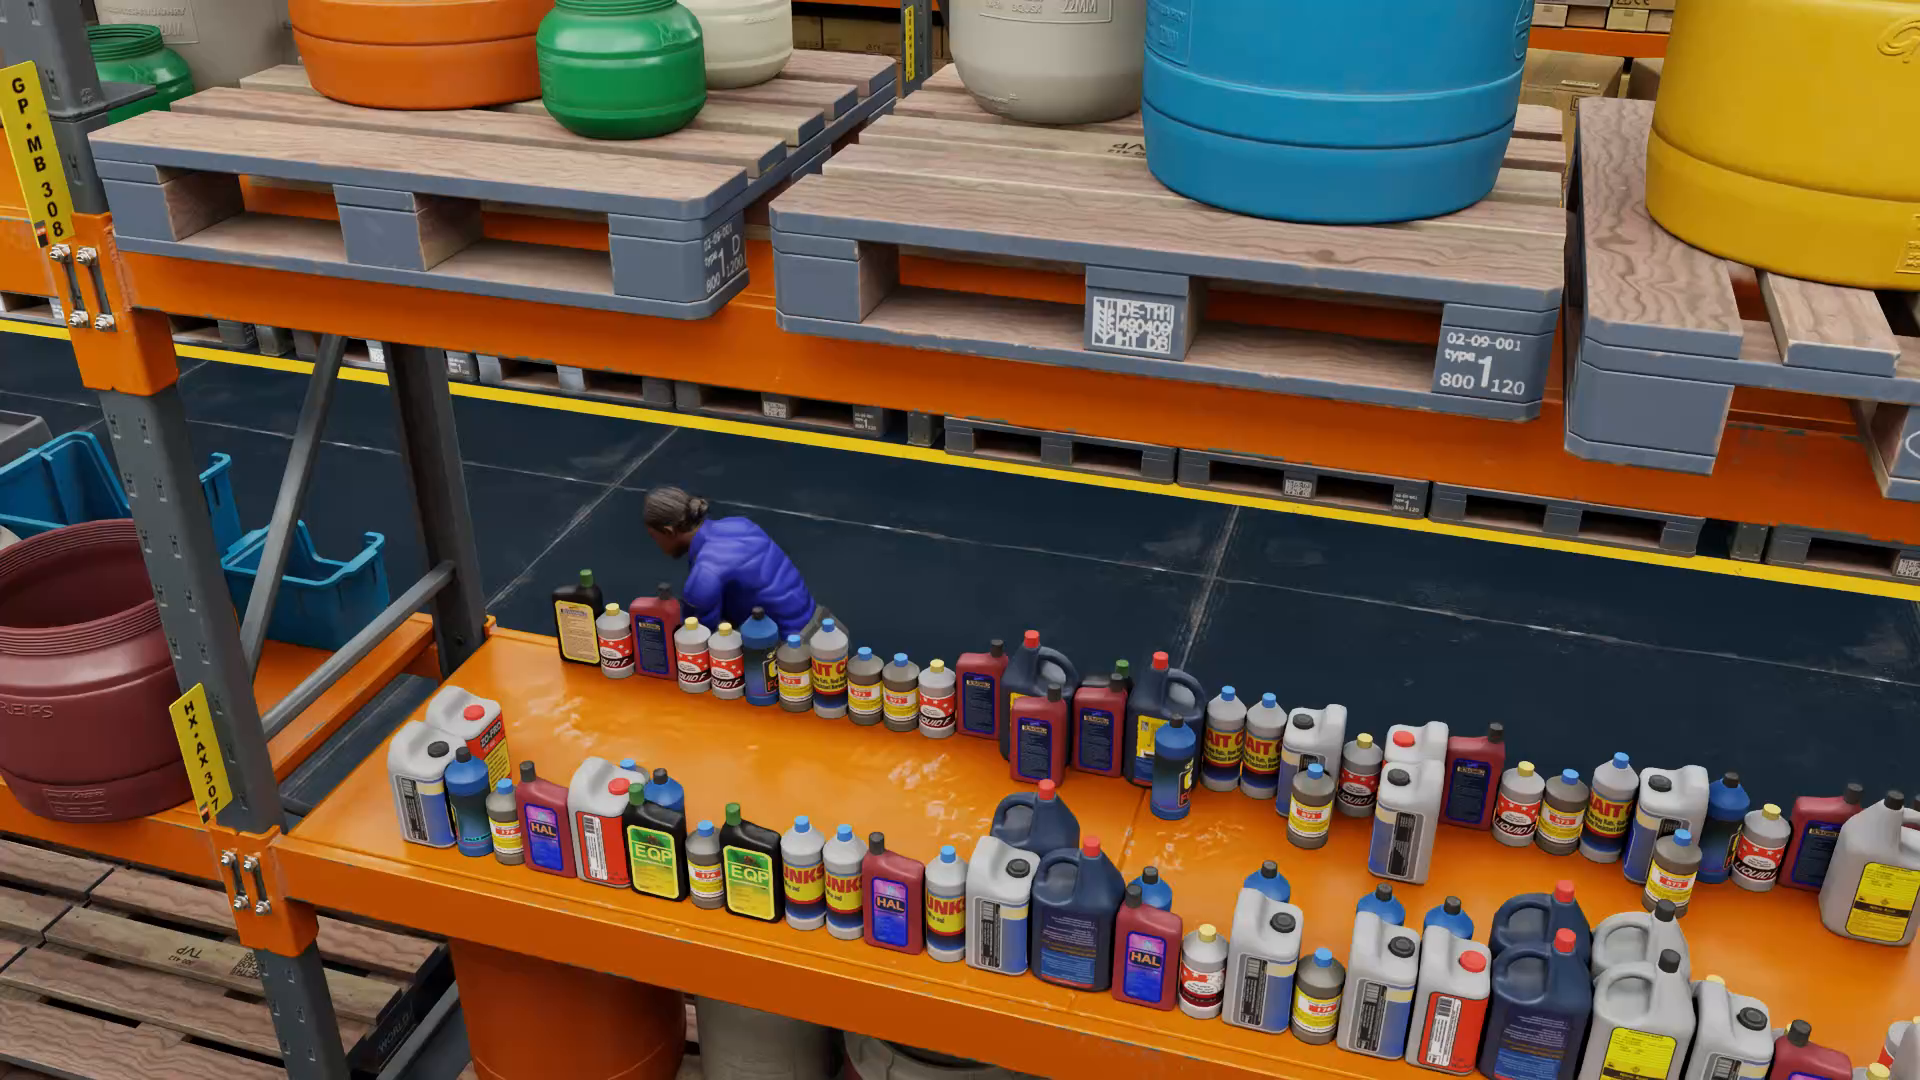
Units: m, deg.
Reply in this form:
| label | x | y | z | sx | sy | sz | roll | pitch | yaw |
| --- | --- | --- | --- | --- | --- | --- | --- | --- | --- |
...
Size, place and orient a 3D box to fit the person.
| label | x | y | z | sx | sy | sz | roll | pitch | yaw |
| --- | --- | --- | --- | --- | --- | --- | --- | --- | --- |
| person | -0.738 | 0.423 | 5.784 | 0.682 | 1.271 | 0.499 | 9 | 31 | 15 |
